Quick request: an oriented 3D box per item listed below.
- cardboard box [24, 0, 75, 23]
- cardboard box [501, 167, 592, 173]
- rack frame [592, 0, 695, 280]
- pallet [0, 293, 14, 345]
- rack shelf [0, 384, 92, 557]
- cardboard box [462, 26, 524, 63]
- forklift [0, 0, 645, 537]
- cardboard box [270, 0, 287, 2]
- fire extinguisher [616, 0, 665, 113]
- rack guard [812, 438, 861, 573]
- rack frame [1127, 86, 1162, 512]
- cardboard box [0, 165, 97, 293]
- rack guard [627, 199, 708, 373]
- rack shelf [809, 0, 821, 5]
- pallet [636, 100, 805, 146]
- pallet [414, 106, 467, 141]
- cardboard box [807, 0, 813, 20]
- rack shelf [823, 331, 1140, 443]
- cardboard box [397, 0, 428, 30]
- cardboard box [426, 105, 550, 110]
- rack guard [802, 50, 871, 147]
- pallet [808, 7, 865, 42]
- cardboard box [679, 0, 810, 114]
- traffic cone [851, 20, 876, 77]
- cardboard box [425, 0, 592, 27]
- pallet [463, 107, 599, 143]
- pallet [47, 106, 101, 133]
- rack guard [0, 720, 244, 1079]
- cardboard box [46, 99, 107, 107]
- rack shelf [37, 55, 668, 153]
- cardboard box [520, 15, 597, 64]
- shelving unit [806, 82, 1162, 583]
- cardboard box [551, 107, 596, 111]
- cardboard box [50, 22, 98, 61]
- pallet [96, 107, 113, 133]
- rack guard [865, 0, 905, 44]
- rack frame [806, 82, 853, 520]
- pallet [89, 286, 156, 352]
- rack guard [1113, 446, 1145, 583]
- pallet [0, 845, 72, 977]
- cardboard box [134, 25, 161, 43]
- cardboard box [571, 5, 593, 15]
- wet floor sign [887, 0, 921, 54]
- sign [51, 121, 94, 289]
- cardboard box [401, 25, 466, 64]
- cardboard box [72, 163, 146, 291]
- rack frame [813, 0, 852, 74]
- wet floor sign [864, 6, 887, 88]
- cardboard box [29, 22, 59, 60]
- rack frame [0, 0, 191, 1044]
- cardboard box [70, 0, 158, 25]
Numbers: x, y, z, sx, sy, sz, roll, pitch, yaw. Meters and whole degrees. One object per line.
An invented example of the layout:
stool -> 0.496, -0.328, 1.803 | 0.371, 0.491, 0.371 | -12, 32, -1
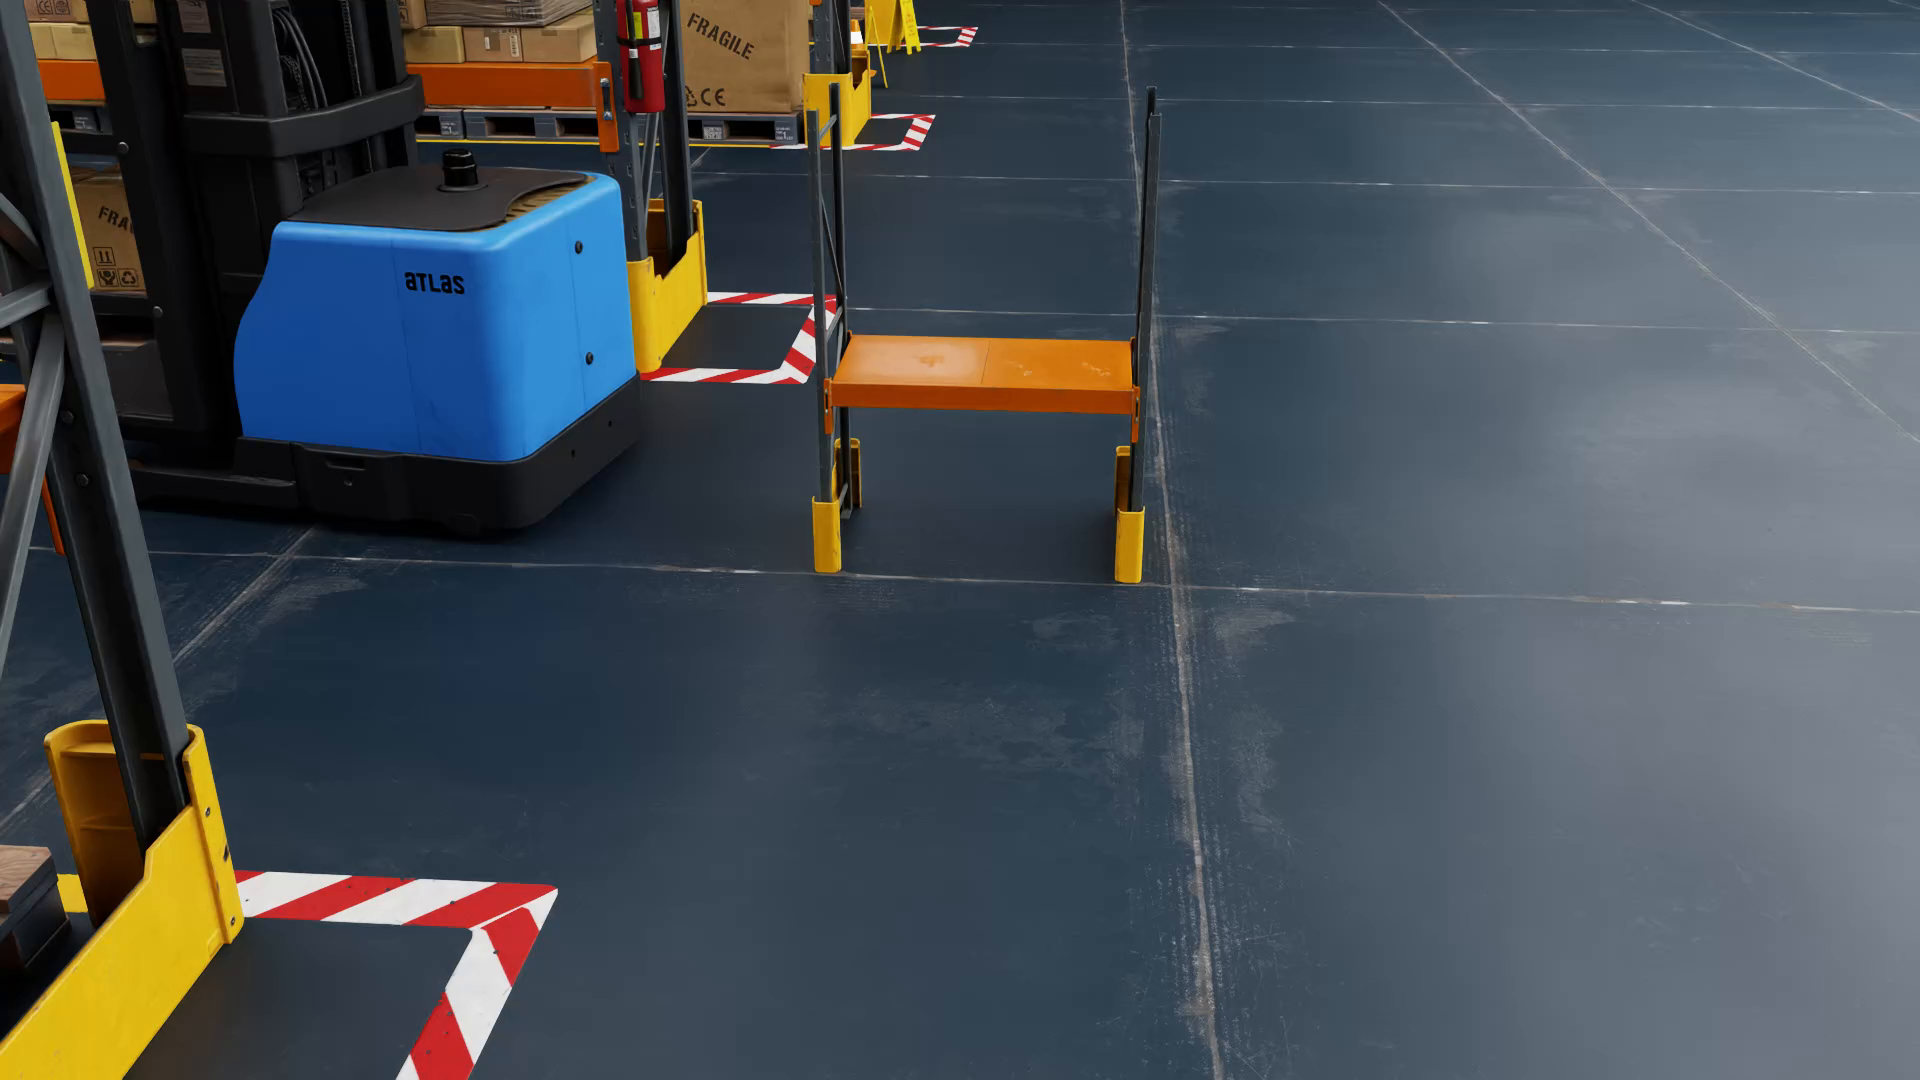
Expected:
cardboard box -> -3.944, -2.607, 7.353 | 0.500, 0.500, 0.875 | 2, 25, 4
cardboard box -> -2.023, -1.426, 7.748 | 0.500, 0.500, 0.500 | 6, 25, 14
rack frame -> -1.402, -2.344, 7.255 | 0.127, 3.000, 1.000 | 2, 25, 4
pallet -> -4.718, -1.198, 8.101 | 1.213, 0.211, 1.003 | 2, 25, 4
rack shelf -> -3.775, -0.017, 3.058 | 4.000, 0.370, 1.077 | 2, 25, 4
cardboard box -> -1.951, -2.161, 7.158 | 0.250, 0.149, 0.380 | 2, 25, 4
forklift -> -2.804, -1.662, 5.856 | 3.031, 2.935, 1.130 | 6, 25, 13
cardboard box -> -2.951, -2.553, 7.235 | 0.500, 0.500, 0.875 | 2, 25, 4
fire extinguisher -> -1.323, -2.113, 6.846 | 0.183, 0.674, 0.296 | 2, 25, 4
rack guard -> -0.421, -0.127, 5.727 | 0.087, 0.250, 0.587 | 2, 25, 4
rack frame -> 0.592, -0.662, 5.395 | 0.032, 1.500, 0.500 | 2, 25, 4
cardboard box -> -4.423, -1.482, 7.871 | 0.500, 0.500, 0.500 | 10, 27, 21
rack guard -> -1.478, -1.211, 7.783 | 0.348, 0.500, 1.175 | 2, 25, 4
rack shelf -> -2.916, -4.145, 12.030 | 4.000, 0.370, 1.077 | 2, 25, 4
pallet -> -1.725, -3.134, 12.308 | 1.213, 0.211, 1.003 | 2, 25, 4
pallet -> -4.158, -3.212, 12.478 | 1.213, 0.211, 1.003 | 2, 25, 4
cardboard box -> -1.494, -5.330, 16.532 | 0.500, 0.250, 0.500 | 2, 25, 4
rack shelf -> 0.085, -0.515, 5.506 | 1.000, 0.185, 0.538 | 2, 25, 4
cardboard box -> -2.456, -2.519, 7.161 | 0.500, 0.500, 0.875 | 2, 25, 4
cardboard box -> -3.389, -3.685, 12.209 | 0.875, 0.875, 0.875 | 2, 25, 4
rack guard -> -0.898, -3.271, 12.261 | 0.348, 0.500, 1.175 | 2, 25, 4
pallet -> -1.526, -5.250, 16.908 | 1.213, 0.211, 1.003 | 2, 25, 4
cardboard box -> -1.603, -3.627, 12.084 | 0.875, 0.875, 0.875 | 2, 25, 4
traffic cone -> -0.917, -4.324, 14.594 | 0.334, 0.463, 0.336 | 2, 25, 4
cardboard box -> -1.948, -2.553, 7.235 | 0.500, 0.500, 0.875 | 2, 25, 4
pallet -> -2.938, -3.174, 12.395 | 1.213, 0.211, 1.003 | 2, 25, 4
pallet -> -6.905, -3.300, 12.669 | 1.213, 0.211, 1.003 | 2, 25, 4
rack guard -> -1.861, 0.873, 3.254 | 0.348, 0.500, 1.175 | 2, 25, 4
cardboard box -> -6.497, -3.719, 12.433 | 0.750, 0.750, 1.050 | 2, 25, 4
rack shelf -> -3.396, -2.081, 7.544 | 4.000, 0.370, 1.077 | 2, 25, 4
cardboard box -> -1.702, -2.153, 7.140 | 0.250, 0.149, 0.380 | 2, 25, 4
shelving unit -> 0.076, -0.679, 5.431 | 1.083, 1.500, 0.587 | 2, 25, 4
cardboard box -> -2.480, -3.655, 12.144 | 0.875, 0.875, 0.875 | 1, 25, 3
cardboard box -> -3.702, -2.183, 7.206 | 0.250, 0.149, 0.380 | 2, 25, 4
pallet -> -5.685, -3.262, 12.587 | 1.213, 0.211, 1.003 | 2, 25, 4
rack guard -> -0.719, -5.341, 16.759 | 0.348, 0.500, 1.175 | 2, 25, 4
rack frame -> -0.422, -0.695, 5.466 | 0.032, 1.500, 0.500 | 2, 25, 4
pallet -> -3.498, -1.160, 8.019 | 1.213, 0.211, 1.003 | 2, 25, 4
rack guard -> 0.573, -0.095, 5.658 | 0.087, 0.250, 0.587 | 2, 25, 4
pallet -> -2.670, 0.976, 3.376 | 1.213, 0.211, 1.003 | 2, 25, 4
cardboard box -> -3.450, -2.194, 7.230 | 0.250, 0.149, 0.380 | 2, 25, 4
cardboard box -> -1.668, -2.338, 7.543 | 0.250, 0.149, 0.380 | 2, 25, 4
wet floor sign -> -0.536, -4.952, 15.741 | 0.232, 0.644, 0.267 | 11, 27, 22
sign -> -1.735, -0.634, 3.209 | 0.005, 0.325, 0.100 | 2, 25, 4
cardboard box -> -2.204, -2.147, 7.129 | 0.250, 0.149, 0.380 | 2, 25, 4
cardboard box -> -3.798, -1.495, 7.899 | 0.500, 0.500, 0.500 | 0, 25, -1
rack frame -> -0.922, -4.408, 11.741 | 0.127, 3.000, 1.000 | 2, 25, 4
wet floor sign -> -0.741, -4.162, 14.024 | 0.232, 0.644, 0.267 | -2, 25, -5
cardboard box -> -3.951, -2.196, 7.234 | 0.250, 0.149, 0.380 | 2, 25, 4
rack frame -> -1.781, -0.279, 2.769 | 0.127, 3.000, 1.000 | 2, 25, 4
cardboard box -> -3.449, -2.574, 7.280 | 0.500, 0.500, 0.875 | 2, 25, 4
